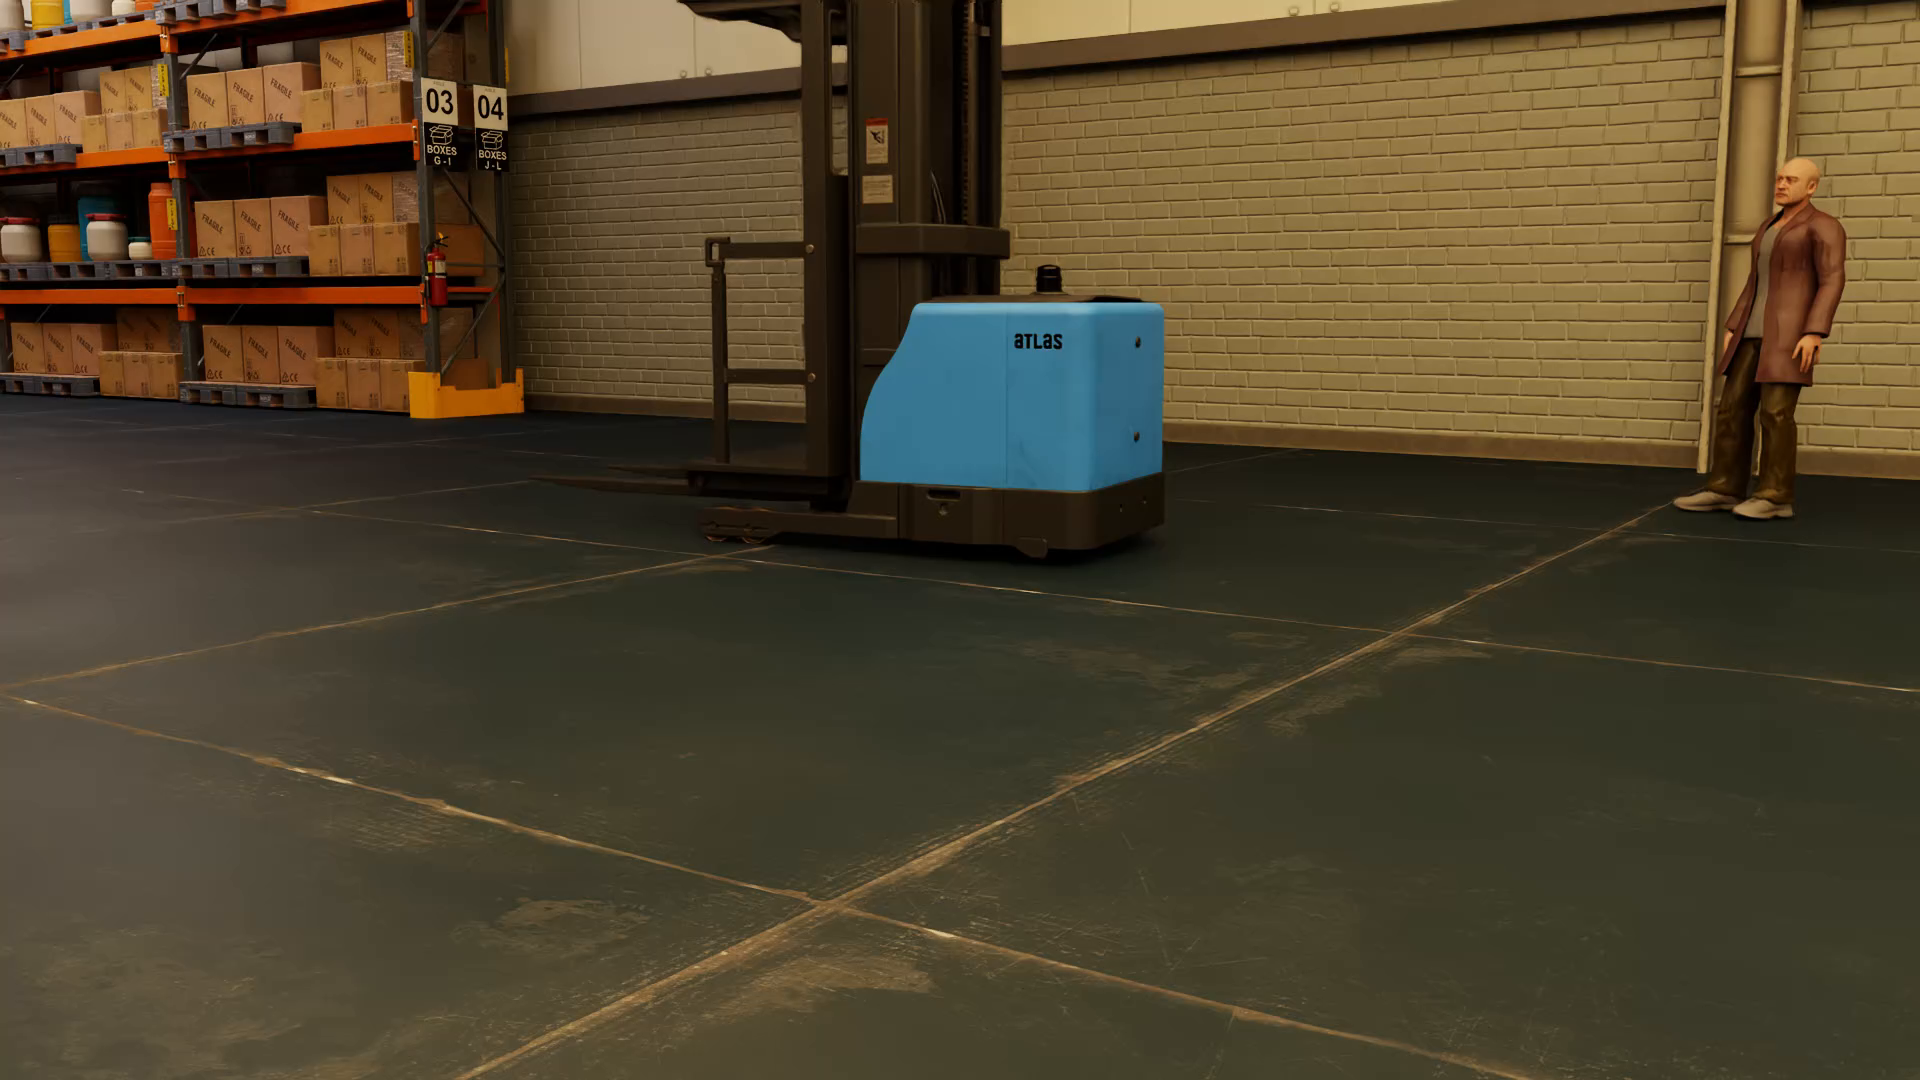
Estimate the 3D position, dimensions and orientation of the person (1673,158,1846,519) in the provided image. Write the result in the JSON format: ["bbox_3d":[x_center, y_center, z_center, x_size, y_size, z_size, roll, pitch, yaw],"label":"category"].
[{"bbox_3d":[4.029,-1.003,8.334,0.520,1.780,0.721,-2,8,-13],"label":"person"}]

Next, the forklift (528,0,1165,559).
[{"bbox_3d":[-0.621,-1.491,7.676,3.031,2.935,1.130,4,9,25],"label":"forklift"}]
